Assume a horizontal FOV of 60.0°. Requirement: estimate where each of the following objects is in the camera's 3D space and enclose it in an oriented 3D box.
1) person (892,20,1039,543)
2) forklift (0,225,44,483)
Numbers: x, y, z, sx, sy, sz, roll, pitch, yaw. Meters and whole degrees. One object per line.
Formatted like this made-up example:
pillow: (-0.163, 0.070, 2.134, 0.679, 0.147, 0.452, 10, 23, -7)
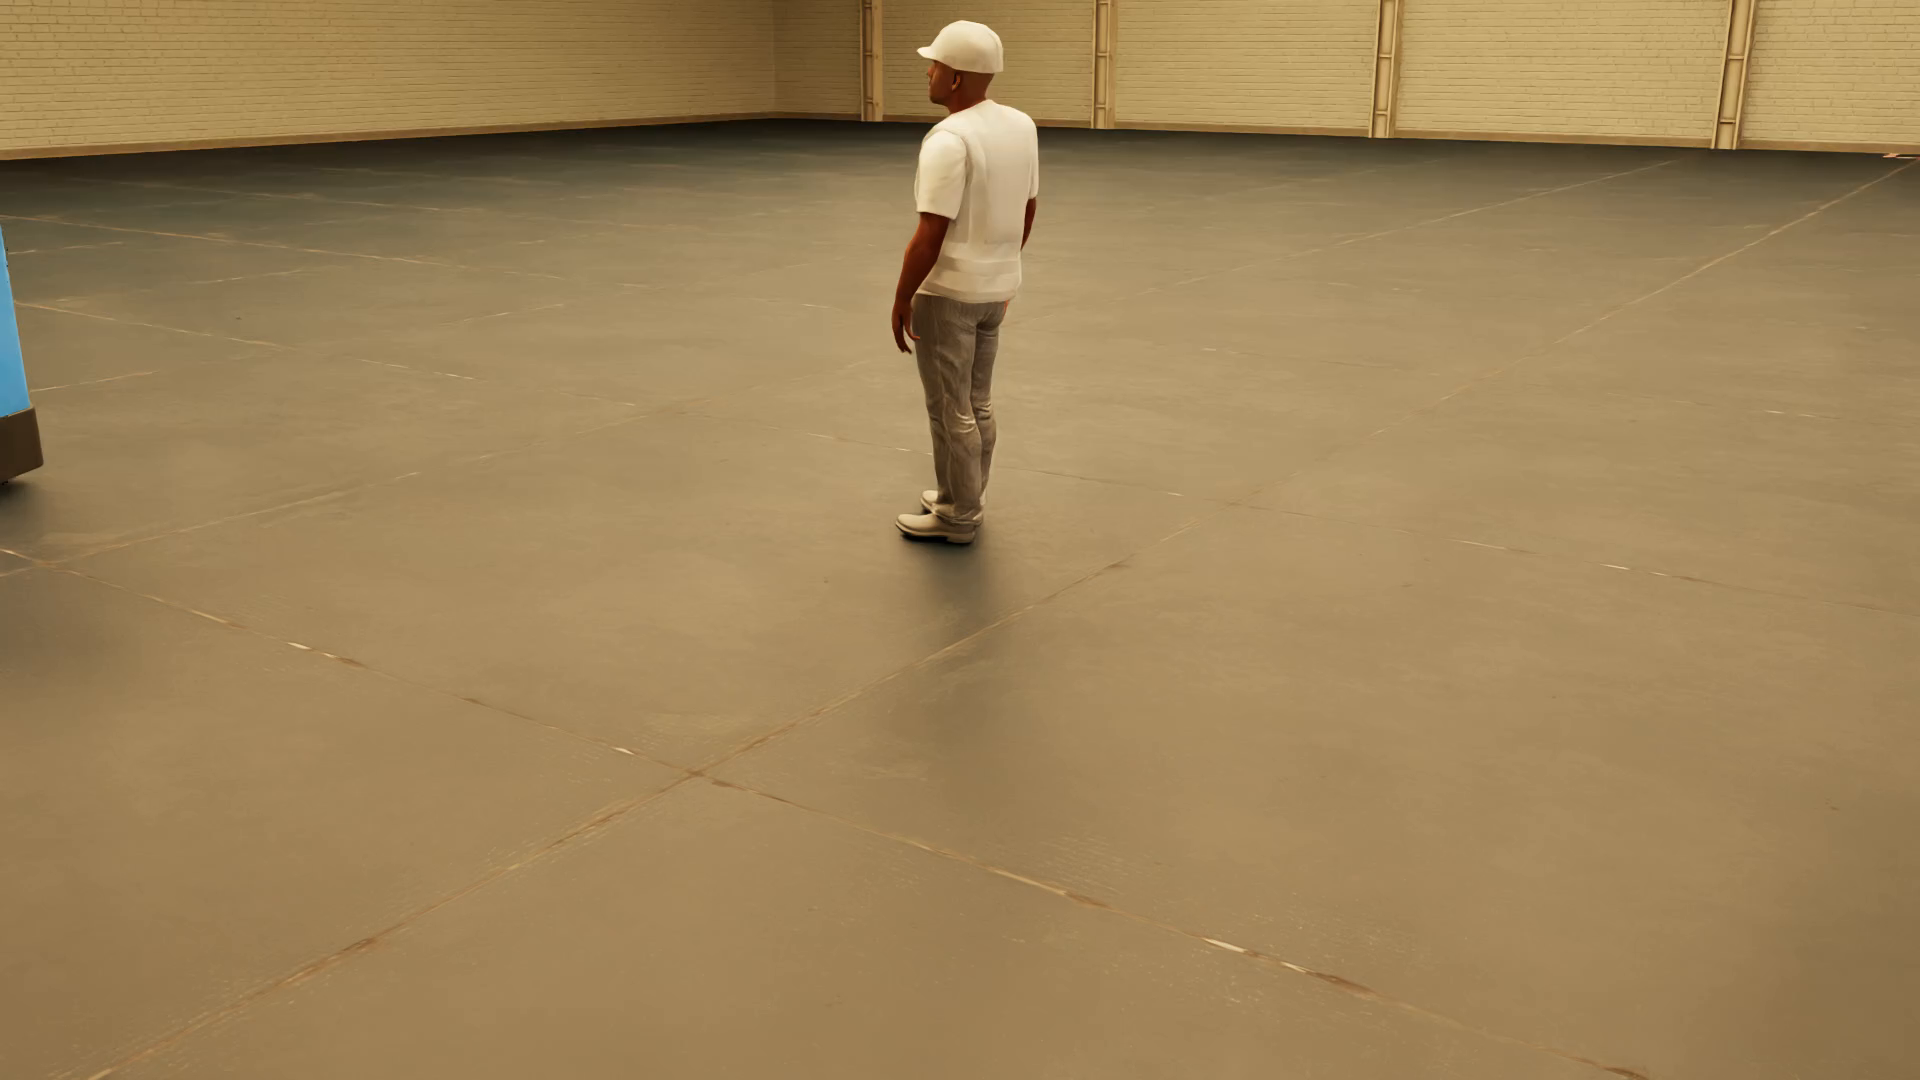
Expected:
person: (-0.055, -0.866, 5.736, 0.575, 1.768, 0.665, 11, 20, 33)
forklift: (-5.235, -1.540, 5.983, 3.031, 2.935, 1.130, 1, 17, 4)
